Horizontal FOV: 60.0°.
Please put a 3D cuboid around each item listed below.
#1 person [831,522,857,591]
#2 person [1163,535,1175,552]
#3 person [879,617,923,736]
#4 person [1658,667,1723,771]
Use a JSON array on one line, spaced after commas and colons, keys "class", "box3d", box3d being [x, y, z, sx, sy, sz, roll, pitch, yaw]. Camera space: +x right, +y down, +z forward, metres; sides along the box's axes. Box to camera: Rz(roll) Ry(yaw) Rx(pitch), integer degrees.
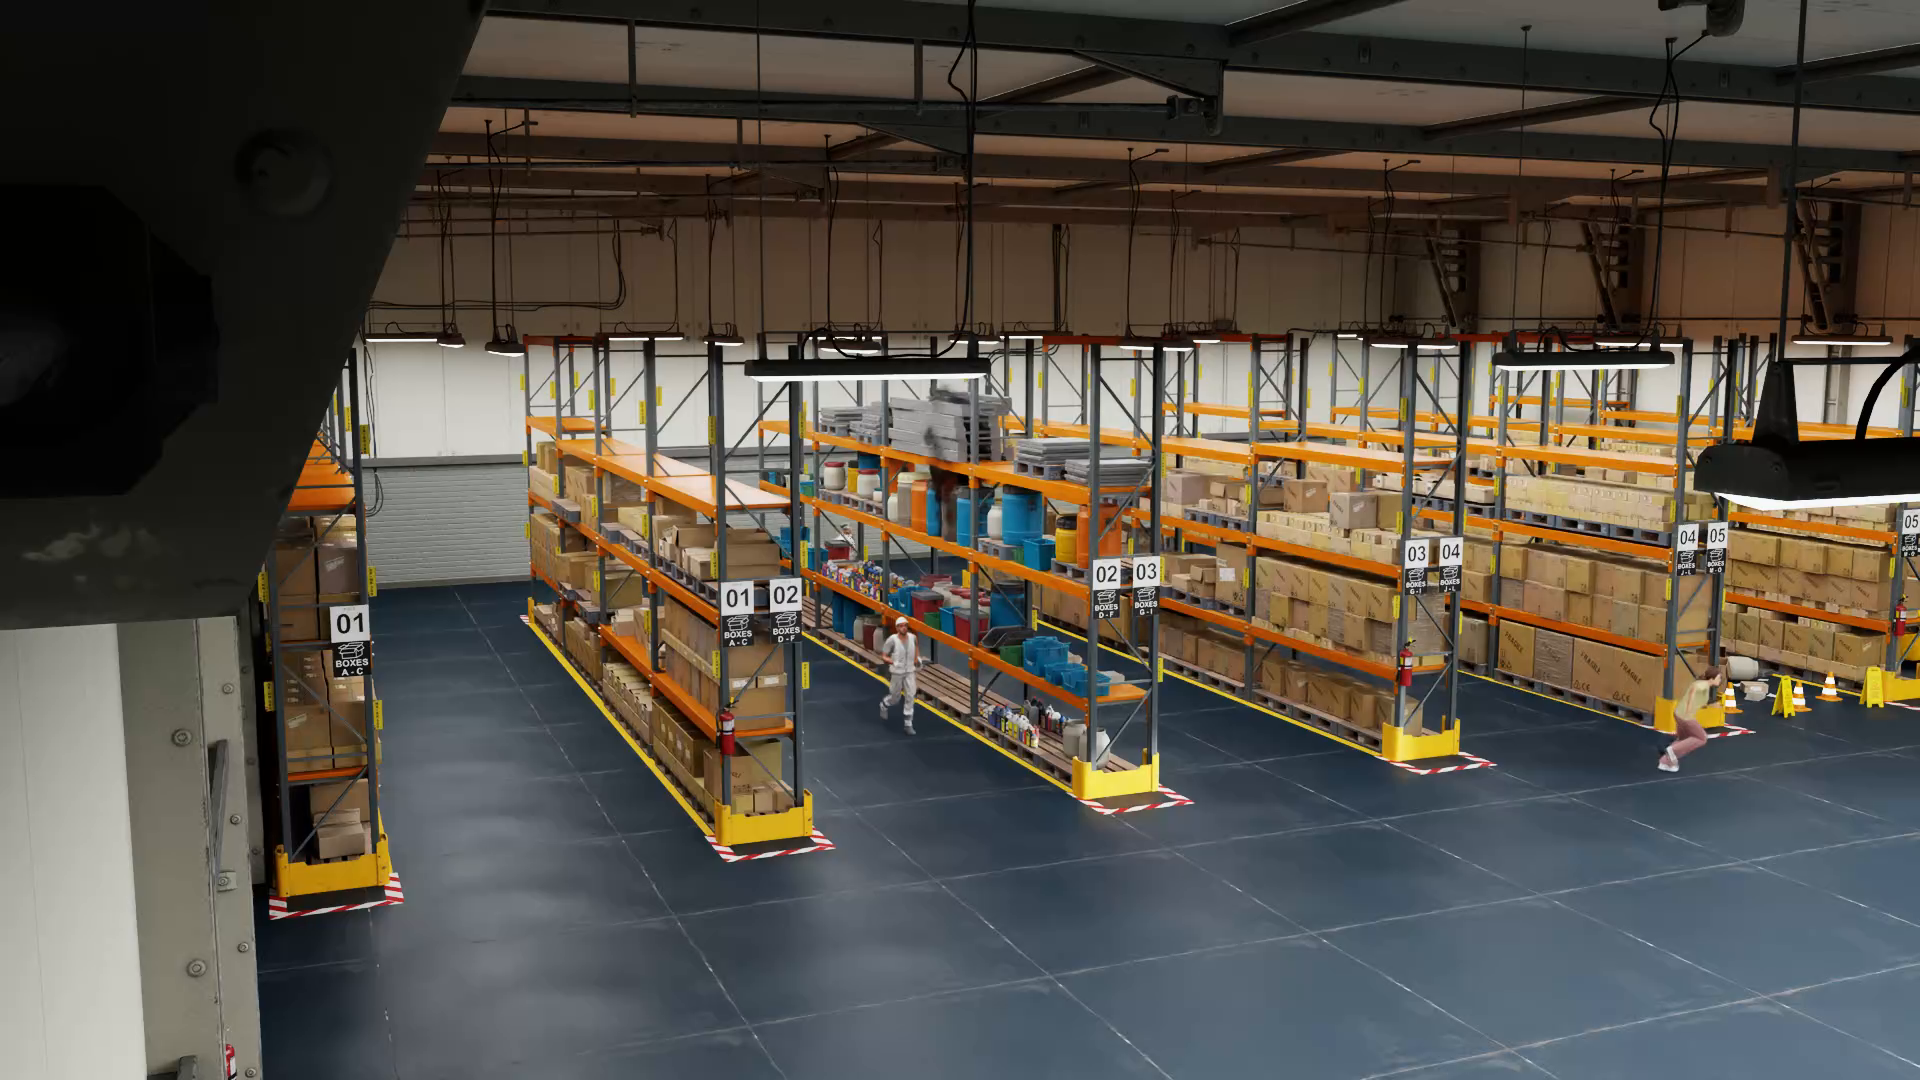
[{"class": "person", "box3d": [-2.626, 0.462, 37.828, 0.854, 1.775, 0.739, 4, 8, 25]}, {"class": "person", "box3d": [5.380, -0.050, 42.278, 0.711, 1.573, 0.533, -6, 10, -37]}, {"class": "person", "box3d": [-0.907, 2.054, 25.622, 0.667, 1.786, 0.956, -4, 8, -25]}, {"class": "person", "box3d": [10.219, 2.514, 23.206, 0.812, 1.504, 0.607, 2, 8, 13]}]
